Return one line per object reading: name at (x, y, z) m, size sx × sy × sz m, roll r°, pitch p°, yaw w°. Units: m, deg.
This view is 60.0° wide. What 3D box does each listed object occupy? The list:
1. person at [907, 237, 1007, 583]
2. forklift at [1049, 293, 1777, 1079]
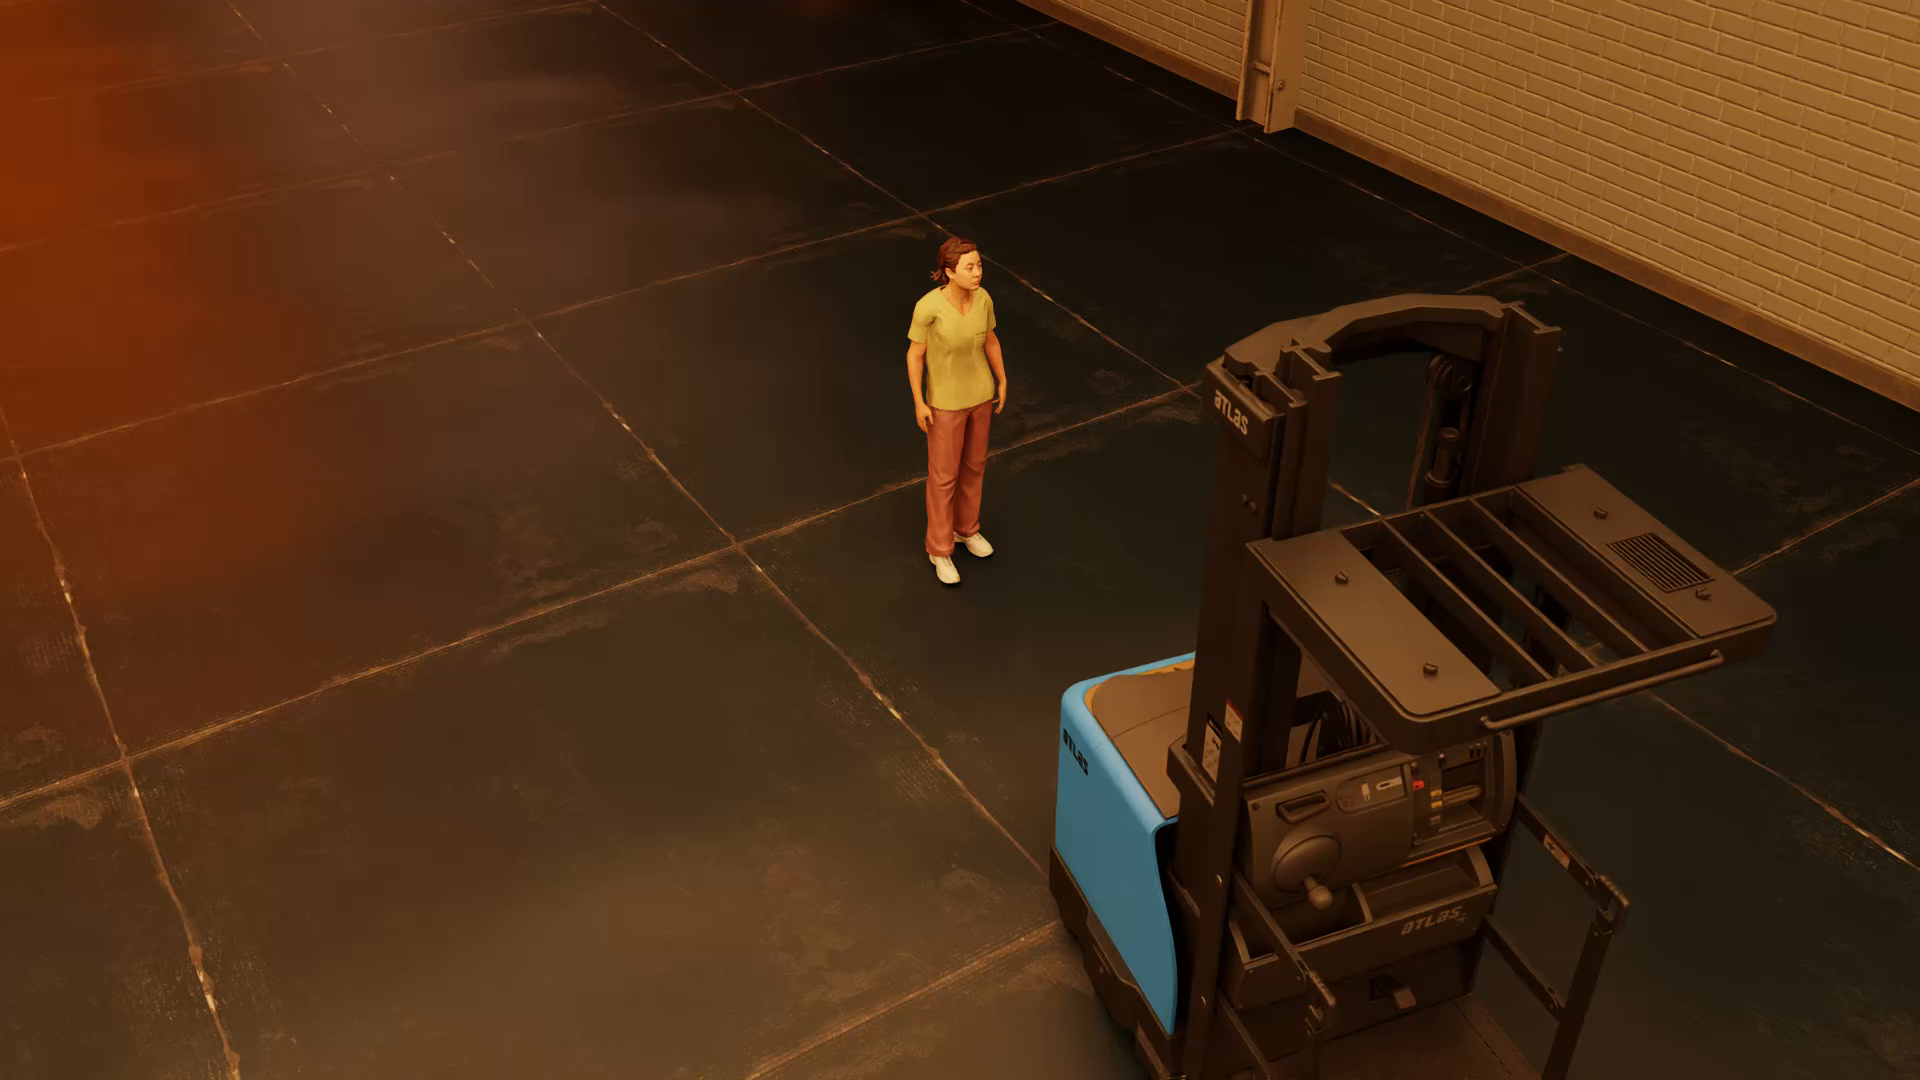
person at (0.030, -0.653, 8.155) m, size 0.553 × 1.675 × 0.549 m, roll -21°, pitch 40°, yaw -27°
forklift at (1.362, 0.898, 4.869) m, size 1.130 × 2.935 × 3.031 m, roll -13°, pitch 37°, yaw -17°
